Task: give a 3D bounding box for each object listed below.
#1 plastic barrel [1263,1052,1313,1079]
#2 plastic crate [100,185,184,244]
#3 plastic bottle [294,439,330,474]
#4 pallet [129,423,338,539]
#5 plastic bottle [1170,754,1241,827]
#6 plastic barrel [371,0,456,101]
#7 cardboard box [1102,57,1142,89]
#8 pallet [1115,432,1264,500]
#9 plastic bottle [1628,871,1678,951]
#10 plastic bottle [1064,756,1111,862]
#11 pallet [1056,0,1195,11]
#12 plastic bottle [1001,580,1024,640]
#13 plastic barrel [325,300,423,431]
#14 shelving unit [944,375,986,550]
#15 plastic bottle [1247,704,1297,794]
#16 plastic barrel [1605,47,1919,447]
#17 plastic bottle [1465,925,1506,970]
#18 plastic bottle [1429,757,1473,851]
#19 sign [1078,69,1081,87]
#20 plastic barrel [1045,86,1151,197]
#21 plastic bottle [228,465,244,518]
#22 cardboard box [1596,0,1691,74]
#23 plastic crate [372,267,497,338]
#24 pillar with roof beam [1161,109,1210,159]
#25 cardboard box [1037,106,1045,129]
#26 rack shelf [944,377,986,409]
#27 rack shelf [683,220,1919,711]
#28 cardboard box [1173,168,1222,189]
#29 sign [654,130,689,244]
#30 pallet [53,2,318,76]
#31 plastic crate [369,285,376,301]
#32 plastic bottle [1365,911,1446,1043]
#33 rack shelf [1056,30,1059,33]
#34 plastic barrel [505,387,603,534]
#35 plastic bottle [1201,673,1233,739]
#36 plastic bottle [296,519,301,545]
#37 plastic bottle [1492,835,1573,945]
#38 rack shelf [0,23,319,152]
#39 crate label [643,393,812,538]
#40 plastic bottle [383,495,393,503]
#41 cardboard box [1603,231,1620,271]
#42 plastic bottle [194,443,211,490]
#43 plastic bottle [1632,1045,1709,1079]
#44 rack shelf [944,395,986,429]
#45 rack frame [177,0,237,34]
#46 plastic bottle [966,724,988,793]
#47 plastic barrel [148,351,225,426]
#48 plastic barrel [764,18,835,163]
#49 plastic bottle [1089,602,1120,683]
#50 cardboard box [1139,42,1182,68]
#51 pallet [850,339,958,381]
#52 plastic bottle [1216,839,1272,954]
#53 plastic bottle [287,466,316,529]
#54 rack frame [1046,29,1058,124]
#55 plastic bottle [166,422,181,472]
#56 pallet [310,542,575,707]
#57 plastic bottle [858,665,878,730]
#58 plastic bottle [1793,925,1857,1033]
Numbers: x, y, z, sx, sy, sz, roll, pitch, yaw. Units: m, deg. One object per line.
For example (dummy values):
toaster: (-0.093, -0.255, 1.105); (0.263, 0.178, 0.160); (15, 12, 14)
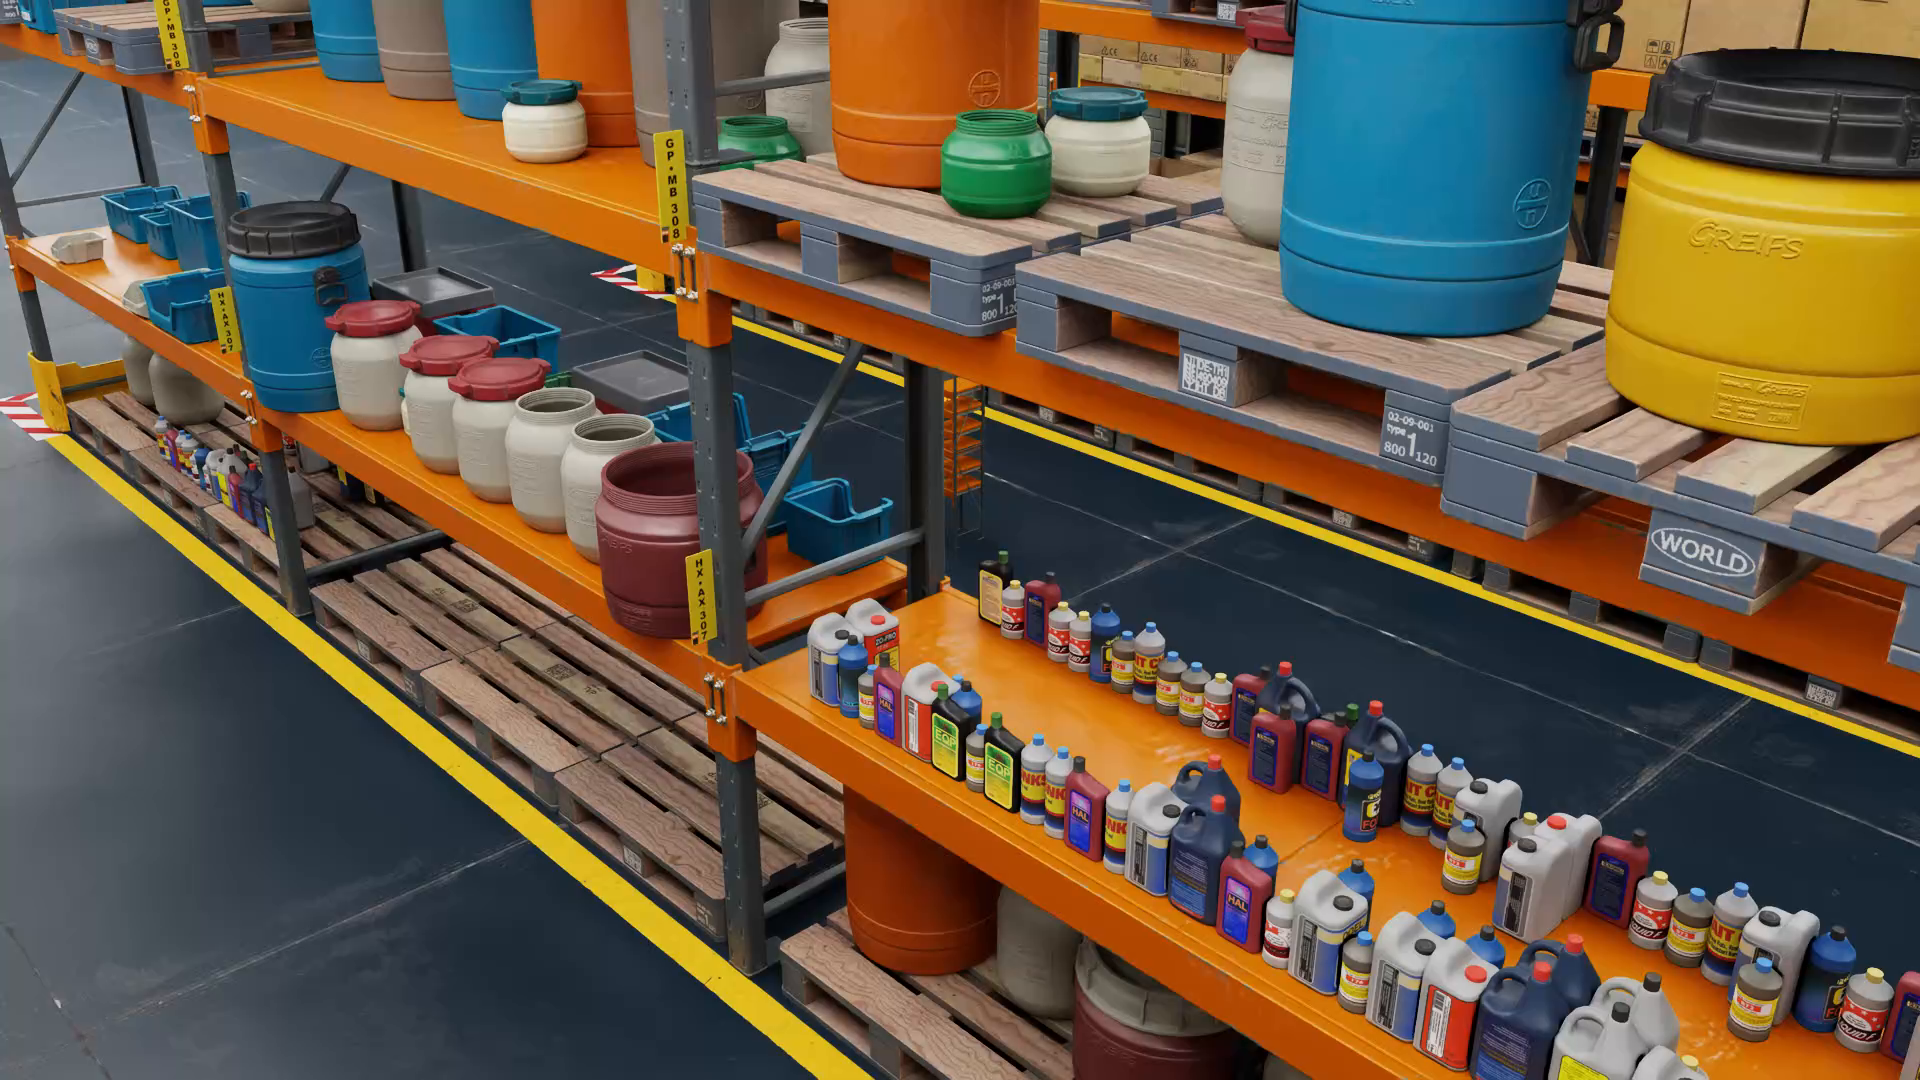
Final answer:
plastic barrel: (1.109, 1.680, 4.946); (0.421, 0.512, 0.421); (0, 25, 0)
plastic crate: (-5.368, -2.182, 11.098); (0.499, 0.251, 0.616); (-21, 32, -38)
plastic bottle: (-3.954, -0.564, 10.124); (0.152, 0.276, 0.135); (-21, 32, -38)
pallet: (-4.461, -0.421, 10.418); (1.003, 0.211, 1.213); (-21, 32, -38)
plastic bottle: (0.672, 0.738, 4.577); (0.144, 0.351, 0.185); (-21, 32, -38)
plastic barrel: (-2.241, -2.407, 7.193); (0.600, 0.901, 0.600); (0, 25, 0)
cardboard box: (1.770, -4.676, 16.543); (0.500, 0.250, 0.500); (-22, 33, -40)
pallet: (1.794, -0.658, 10.938); (1.003, 0.211, 1.213); (-21, 32, -38)
plastic bottle: (1.793, 0.949, 4.296); (0.097, 0.201, 0.097); (0, 25, 0)
plastic bottle: (0.356, 0.746, 4.640); (0.061, 0.283, 0.133); (-21, 32, -38)
pallet: (1.036, -3.523, 10.474); (1.217, 0.209, 0.805); (22, 33, 40)
plastic bottle: (0.193, 0.240, 5.850); (0.097, 0.201, 0.097); (0, 25, 0)
plastic barrel: (-2.701, -0.814, 7.757); (0.433, 0.535, 0.433); (0, 25, 0)
shelving unit: (-0.010, -0.550, 9.511); (0.258, 1.200, 0.189); (-21, 32, -38)
plastic bottle: (0.930, 0.605, 4.950); (0.061, 0.283, 0.133); (-21, 32, -38)
plastic barrel: (1.501, -0.541, 2.975); (0.600, 0.588, 0.600); (0, 25, 0)
plastic bottle: (1.252, 1.046, 3.999); (0.097, 0.271, 0.097); (0, 25, 0)
plastic bottle: (1.385, 0.736, 4.678); (0.097, 0.271, 0.097); (0, 25, 0)
sign: (0.813, -3.156, 11.755); (0.100, 0.325, 0.005); (-21, 32, -38)
plastic barrel: (0.379, -1.102, 4.598); (0.301, 0.262, 0.301); (0, 25, 0)
plastic bottle: (-4.118, -0.278, 9.488); (0.061, 0.283, 0.133); (-19, 30, -35)
cardboard box: (3.481, -2.584, 8.066); (0.910, 0.500, 0.500); (-21, 32, -38)
plastic crate: (-2.640, -1.074, 8.412); (0.402, 0.464, 0.583); (-21, 32, -38)
pillar with roof beam: (-0.729, -6.668, 13.525); (9.100, 9.000, 0.400); (-21, 32, -38)
cardboard box: (0.381, -2.985, 11.778); (0.380, 0.149, 0.250); (-21, 32, -39)
rack shelf: (-0.010, -0.837, 9.380); (0.258, 0.103, 0.180); (-21, 32, -38)
rack shelf: (0.906, -0.324, 4.099); (1.077, 0.370, 4.000); (-21, 32, -38)
cardboard box: (1.639, -2.005, 10.411); (0.500, 0.500, 0.500); (-21, 32, -38)
sign: (-0.857, -1.051, 4.953); (0.100, 0.325, 0.005); (-21, 32, -38)
pallet: (-3.759, -2.574, 8.392); (1.213, 0.211, 1.003); (-21, 32, -38)
plastic crate: (-3.459, -1.271, 8.996); (0.767, 0.338, 0.504); (-21, 32, -38)
plastic bottle: (1.082, 1.044, 3.997); (0.152, 0.276, 0.135); (-21, 32, -38)
rack shelf: (-0.943, -4.152, 12.489); (1.077, 0.370, 4.000); (-21, 32, -38)
plastic barrel: (-1.607, -0.322, 6.707); (0.421, 0.512, 0.421); (0, 25, 0)
plastic bottle: (0.816, 0.516, 5.244); (0.097, 0.201, 0.097); (0, 25, 0)
plastic bottle: (-3.670, -0.053, 9.093); (0.097, 0.201, 0.097); (0, 25, 0)
plastic bottle: (1.491, 0.890, 4.334); (0.152, 0.276, 0.135); (-21, 32, -38)
rack shelf: (-4.561, -2.748, 9.412); (1.077, 0.370, 4.000); (-21, 32, -38)
crate label: (-0.942, -0.286, 6.721); (0.502, 0.435, 0.616); (-21, 32, -38)
plastic bottle: (-3.333, -0.376, 9.713); (0.152, 0.276, 0.135); (-20, 31, -37)
cardboard box: (5.614, -2.301, 13.661); (0.700, 0.500, 0.500); (-21, 32, -39)
plastic bottle: (-4.476, -0.442, 9.862); (0.097, 0.271, 0.097); (0, 25, 0)
plastic bottle: (1.518, 1.237, 3.573); (0.152, 0.276, 0.135); (-21, 32, -38)
rack shelf: (-0.010, -0.728, 9.429); (0.258, 0.103, 0.180); (-21, 32, -38)
rack frame: (-3.195, -3.834, 7.312); (1.000, 3.000, 0.127); (-21, 32, -38)
plastic bottle: (0.066, 0.644, 4.963); (0.097, 0.201, 0.097); (0, 25, 0)
plastic barrel: (-5.080, -1.046, 10.920); (0.421, 0.512, 0.421); (0, 25, 0)
plastic barrel: (-0.449, -1.489, 5.651); (0.421, 0.512, 0.421); (0, 25, 0)
plastic bottle: (0.484, 0.337, 5.553); (0.097, 0.271, 0.097); (0, 25, 0)
cardboard box: (2.089, -4.868, 16.060); (0.500, 0.500, 0.500); (23, 33, 40)
pallet: (-0.089, -1.493, 12.767); (1.003, 0.211, 1.213); (-21, 32, -38)
plastic bottle: (0.732, 0.913, 4.275); (0.061, 0.283, 0.133); (-21, 32, -38)
plastic bottle: (-3.740, -0.254, 9.353); (0.144, 0.351, 0.185); (-21, 32, -38)
rack frame: (1.303, -5.127, 17.374); (1.000, 3.000, 0.127); (-21, 32, -38)
plastic bottle: (-4.775, -0.569, 10.126); (0.061, 0.283, 0.133); (-21, 32, -38)
pallet: (-2.629, 0.391, 8.638); (1.003, 0.211, 1.213); (-21, 32, -38)
plastic bottle: (-0.275, 0.493, 5.295); (0.097, 0.201, 0.097); (0, 25, 0)
plastic bottle: (2.084, 1.046, 3.998); (0.097, 0.271, 0.097); (0, 25, 0)
